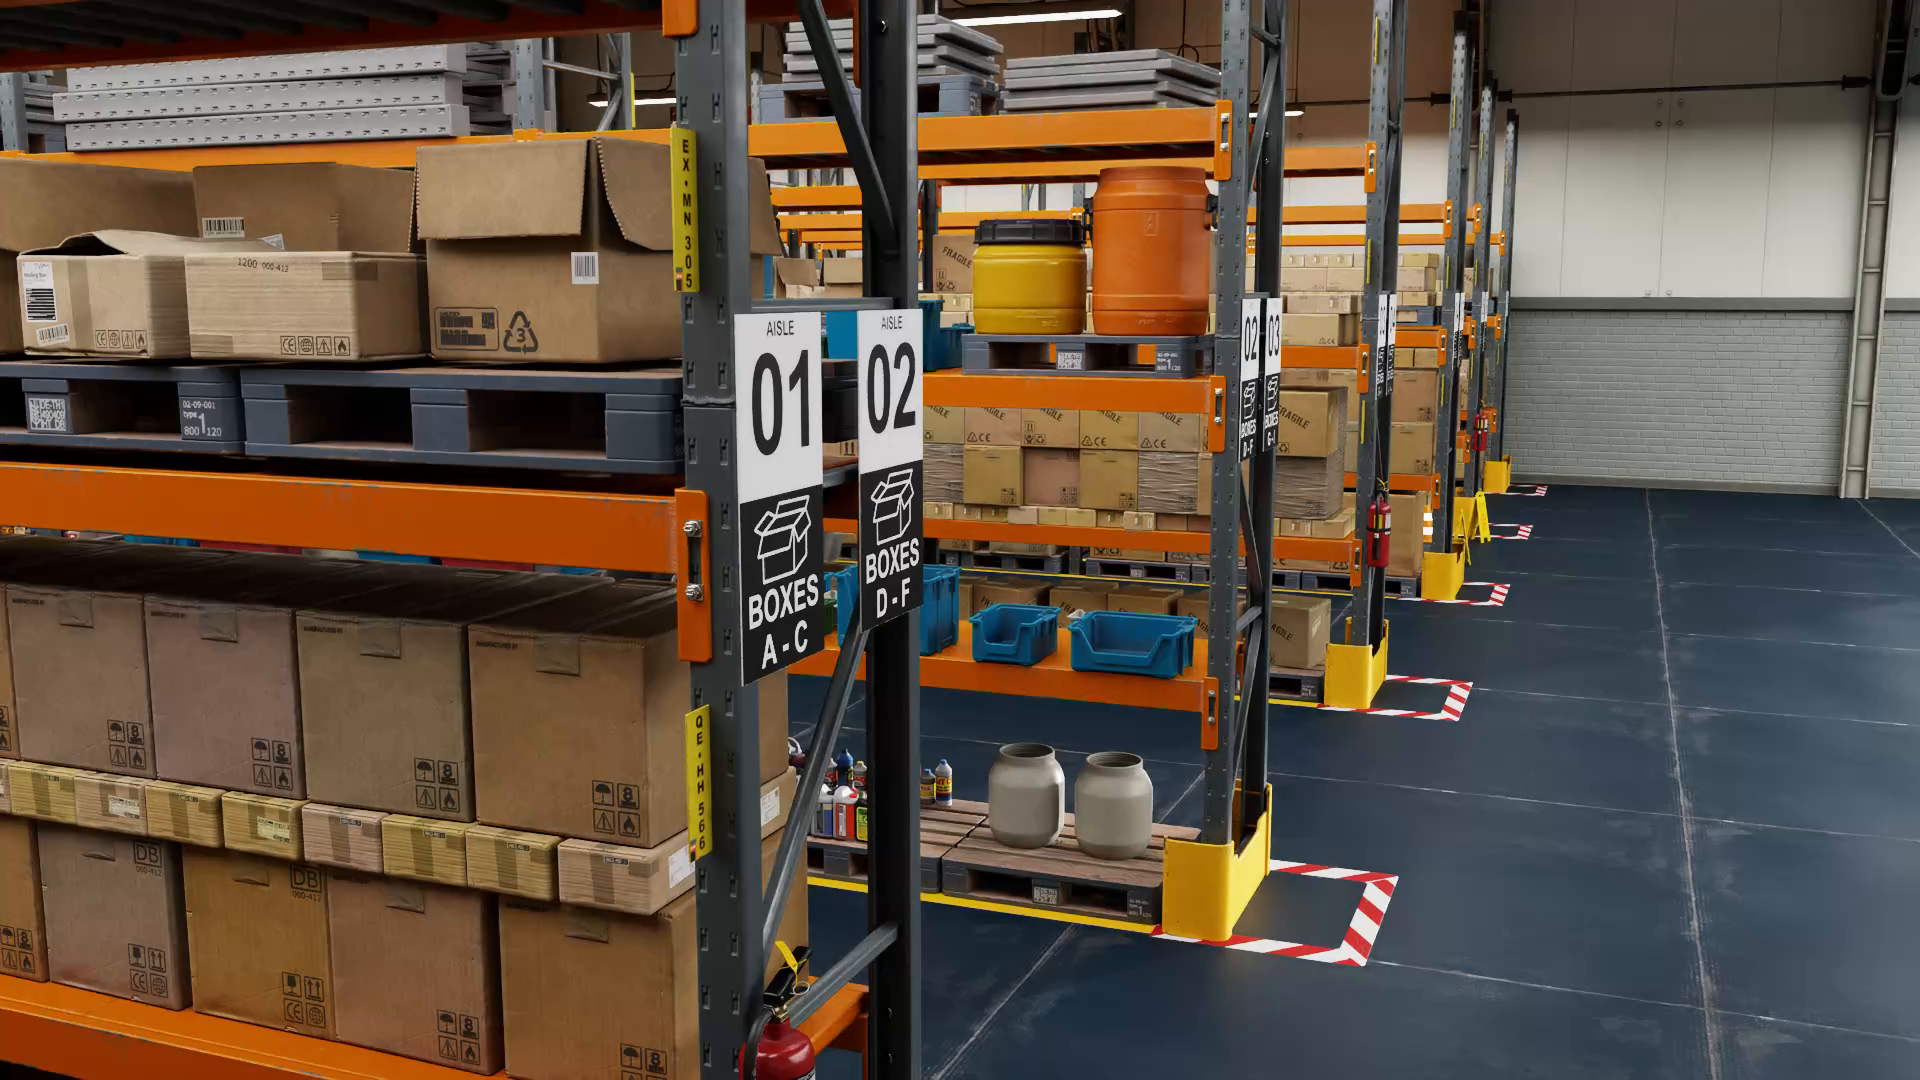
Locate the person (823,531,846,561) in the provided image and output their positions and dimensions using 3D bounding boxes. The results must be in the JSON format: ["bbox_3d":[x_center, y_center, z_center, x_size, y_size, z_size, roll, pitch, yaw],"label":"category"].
[{"bbox_3d":[-1.408,-0.147,16.690,0.555,1.780,0.503,4,10,27],"label":"person"}]
